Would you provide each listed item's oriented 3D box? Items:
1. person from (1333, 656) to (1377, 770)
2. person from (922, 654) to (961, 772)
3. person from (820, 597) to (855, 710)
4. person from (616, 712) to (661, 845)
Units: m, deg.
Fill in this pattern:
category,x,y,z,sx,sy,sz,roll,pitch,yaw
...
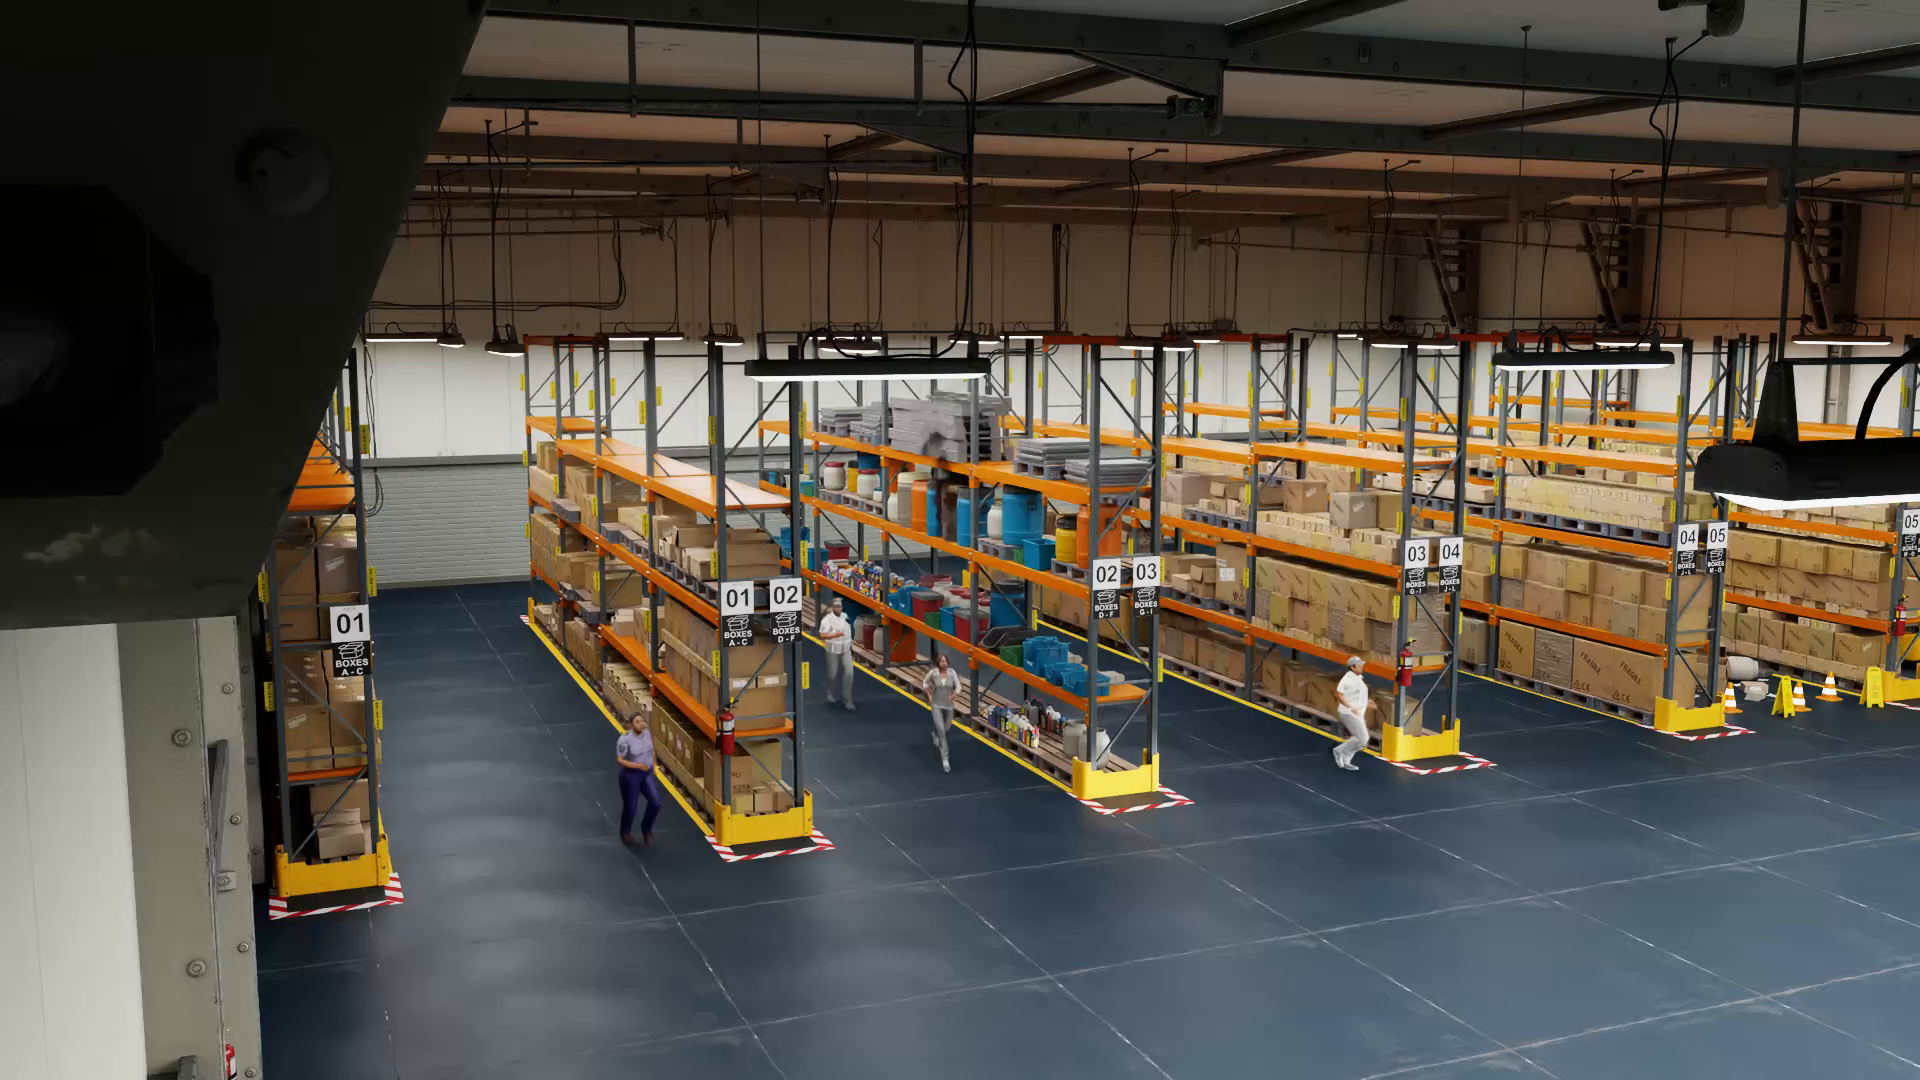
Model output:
category,x,y,z,sx,sy,sz,roll,pitch,yaw
person,5.556,2.435,23.311,0.505,1.622,0.581,4,9,28
person,-0.245,2.398,23.774,0.506,1.600,1.033,-3,8,-18
person,-2.000,1.839,27.213,0.642,1.840,0.762,-4,9,-28
person,-3.852,2.890,20.005,0.621,1.683,0.679,-7,10,-41
